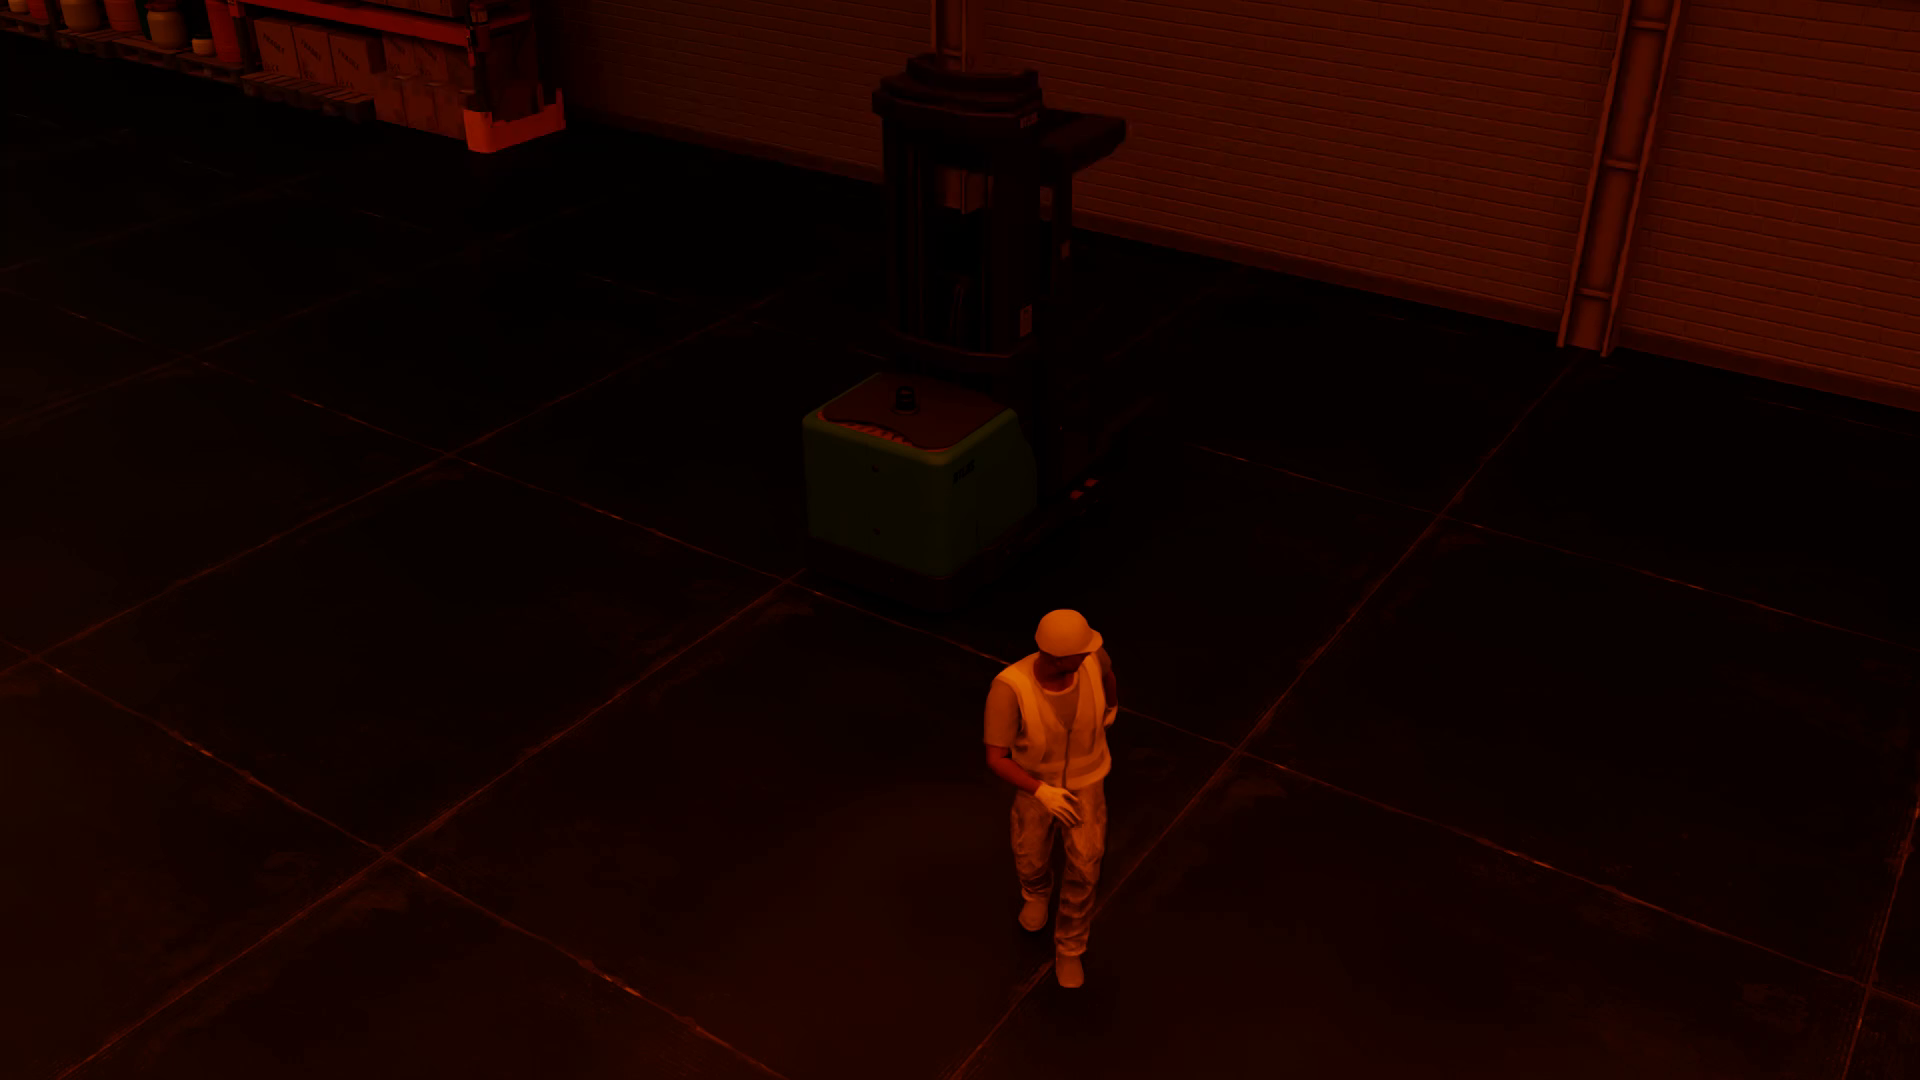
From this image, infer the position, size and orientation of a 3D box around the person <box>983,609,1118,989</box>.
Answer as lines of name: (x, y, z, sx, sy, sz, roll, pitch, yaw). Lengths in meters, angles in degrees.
person: (0.401, 1.023, 7.086, 0.629, 1.776, 0.844, -2, 30, -3)

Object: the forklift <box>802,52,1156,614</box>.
forklift: (0.291, -1.539, 10.231, 1.130, 2.935, 3.031, 18, 35, 28)
